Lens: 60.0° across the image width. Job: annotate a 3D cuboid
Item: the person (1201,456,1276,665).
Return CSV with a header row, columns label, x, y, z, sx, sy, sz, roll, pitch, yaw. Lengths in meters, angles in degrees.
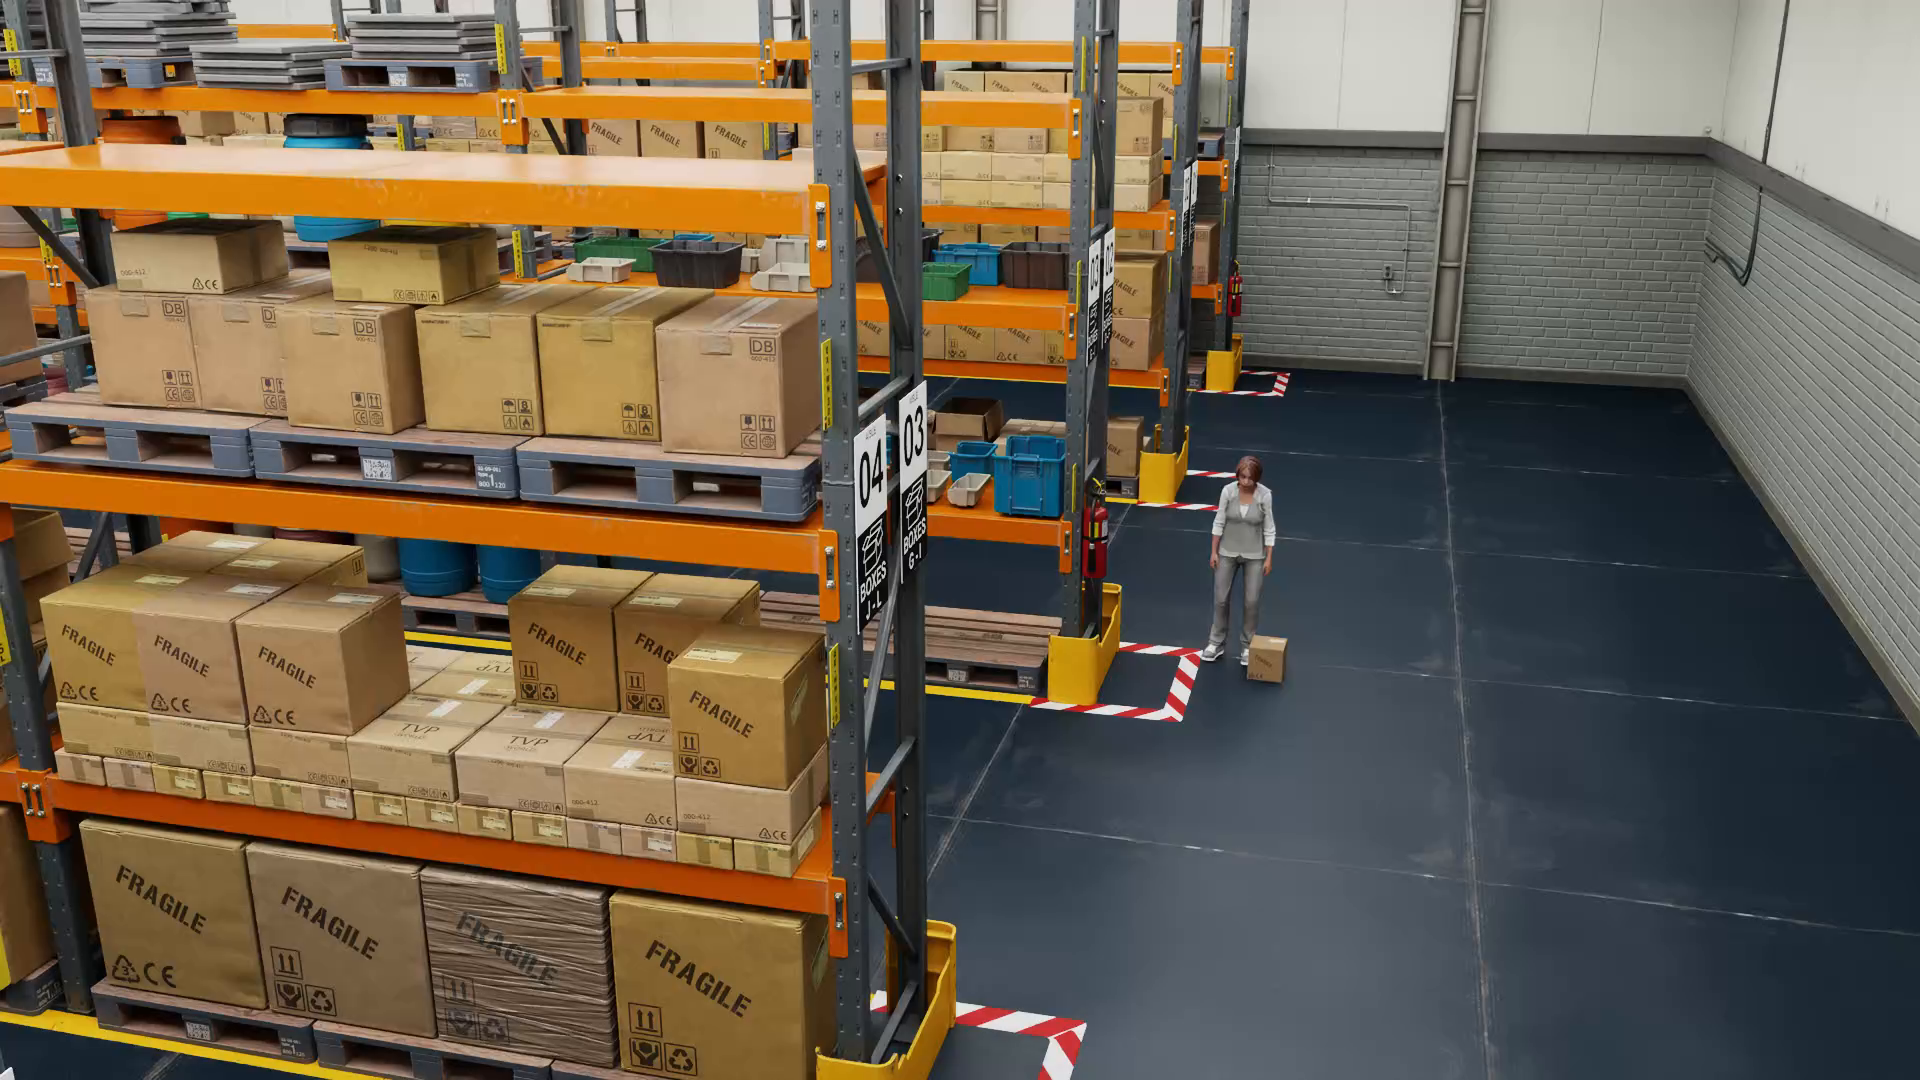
label,x,y,z,sx,sy,sz,roll,pitch,yaw
person,2.070,0.138,12.257,0.479,1.592,0.328,6,19,16
